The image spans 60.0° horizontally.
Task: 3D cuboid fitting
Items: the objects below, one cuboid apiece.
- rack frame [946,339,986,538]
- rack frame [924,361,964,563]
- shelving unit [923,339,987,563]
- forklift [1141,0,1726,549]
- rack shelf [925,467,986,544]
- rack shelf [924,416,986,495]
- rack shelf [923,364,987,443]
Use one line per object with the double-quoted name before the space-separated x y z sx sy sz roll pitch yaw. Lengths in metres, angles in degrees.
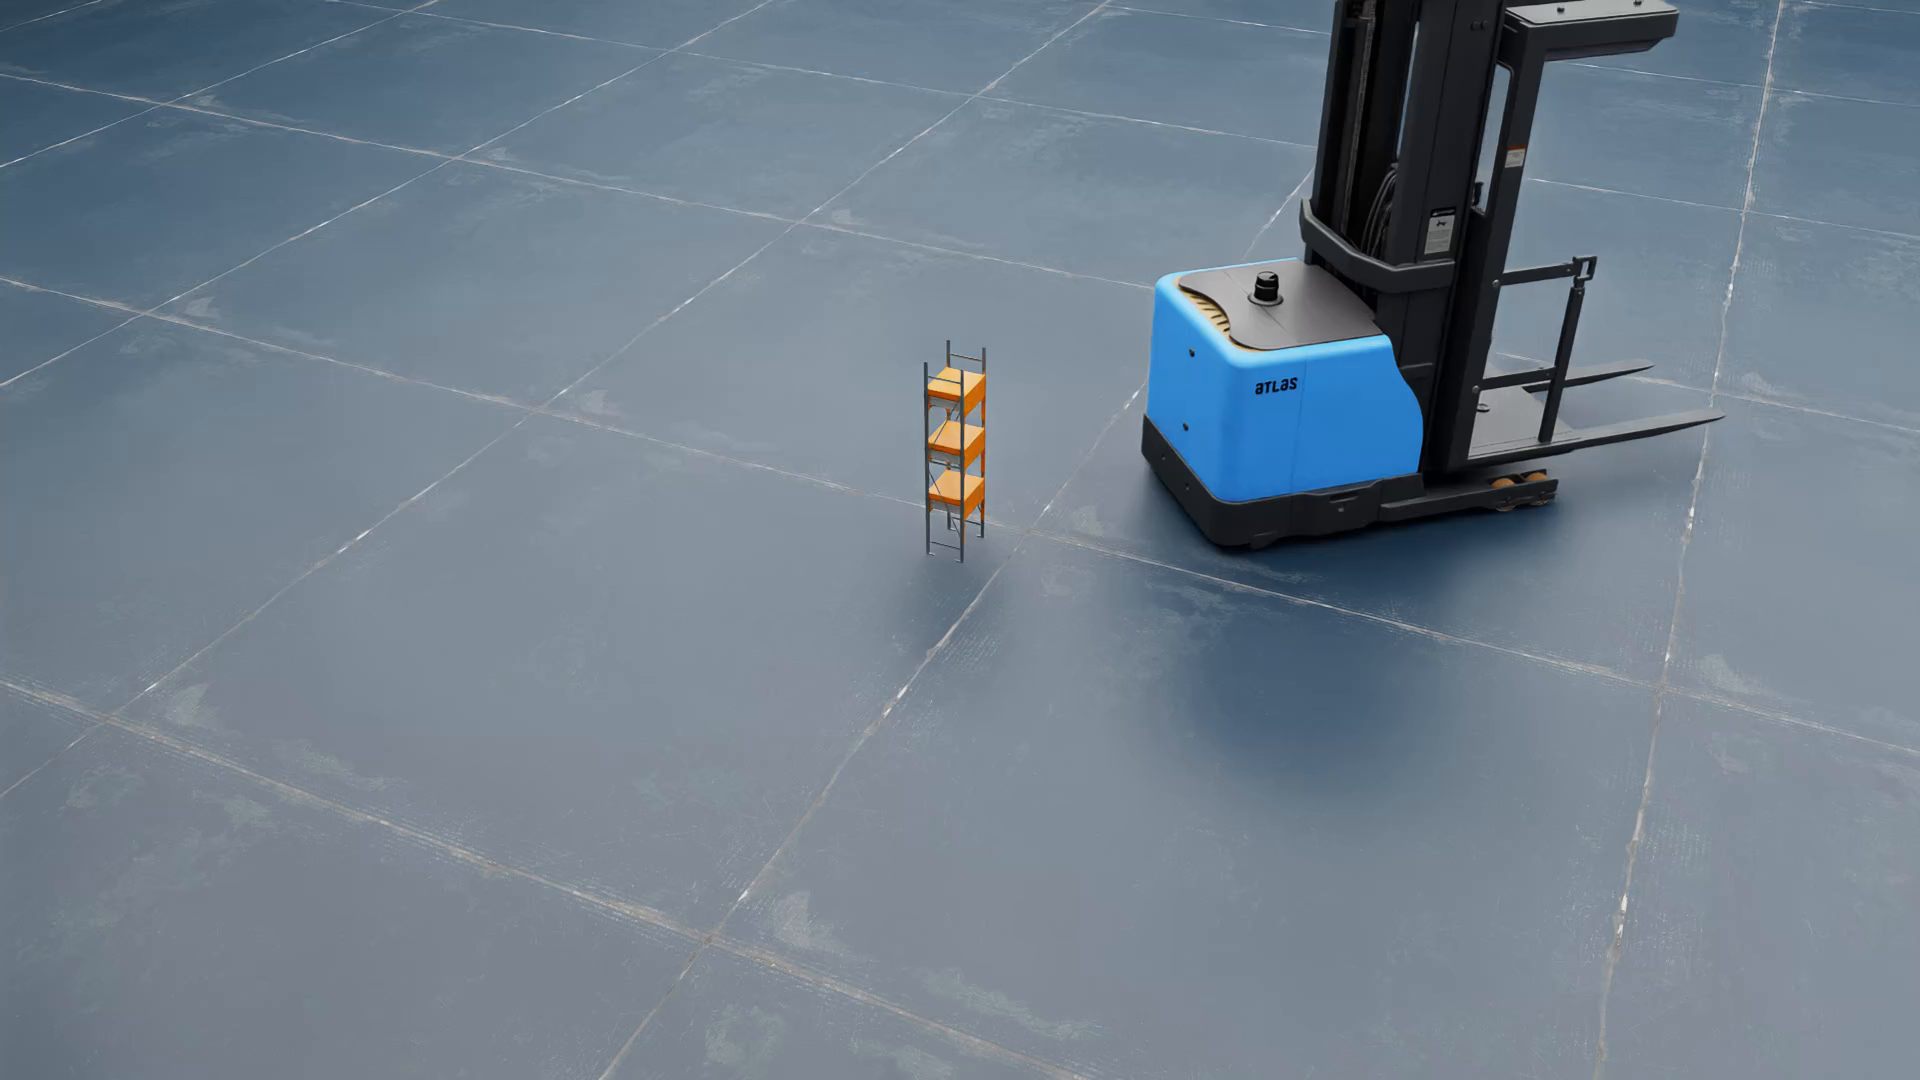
"rack frame" 0.029 -0.473 8.014 0.200 1.050 0.008 14 36 20
"rack frame" -0.073 -0.352 7.829 0.200 1.050 0.008 14 36 20
"shelving unit" -0.022 -0.412 7.921 0.215 1.050 0.252 14 36 20
"forklift" 2.538 -1.638 8.075 3.031 2.935 1.130 -9 34 -14
"rack shelf" -0.022 -0.171 8.080 0.215 0.259 0.240 14 36 20
"rack shelf" -0.022 -0.404 7.927 0.215 0.259 0.240 14 36 20
"rack shelf" -0.022 -0.641 7.772 0.215 0.259 0.240 14 36 20
